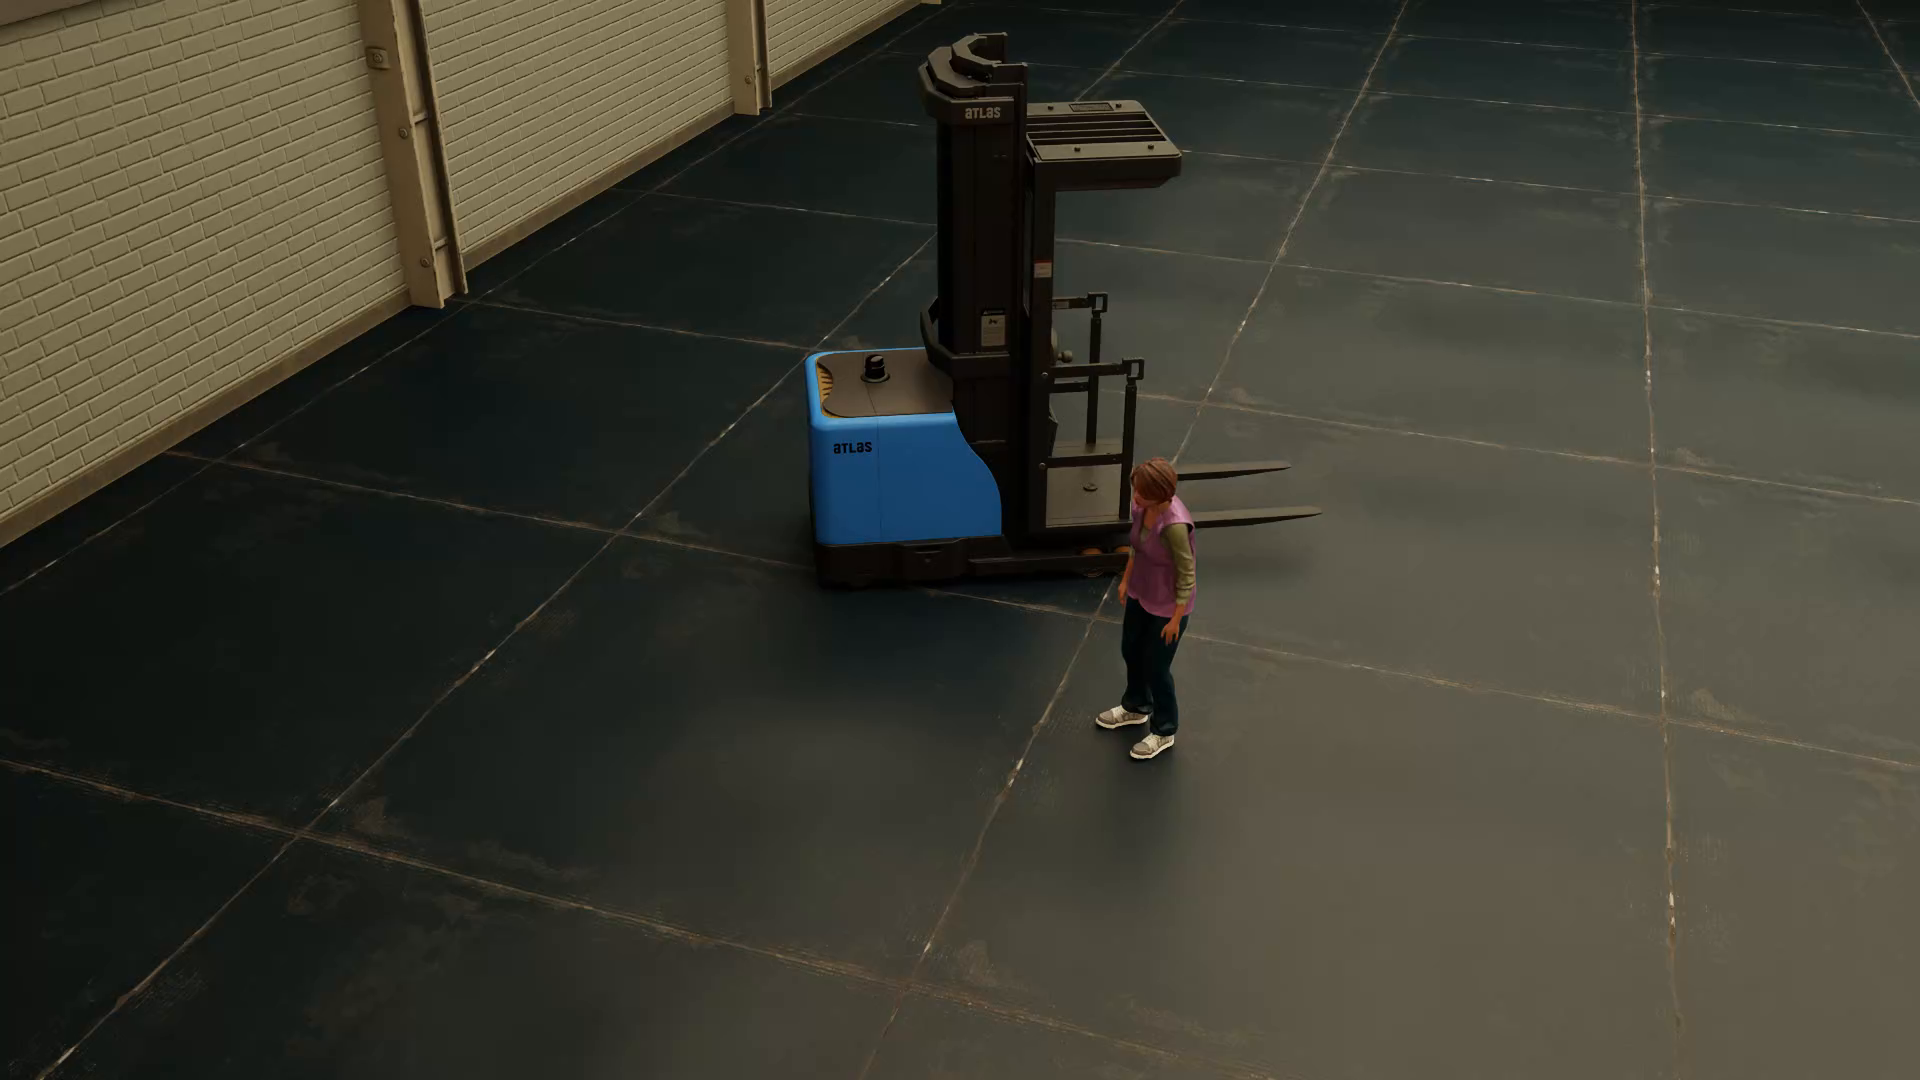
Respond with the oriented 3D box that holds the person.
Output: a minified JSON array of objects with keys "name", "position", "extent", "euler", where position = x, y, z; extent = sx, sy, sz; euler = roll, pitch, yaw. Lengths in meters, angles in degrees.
[{"name":"person","position":[0.929,0.306,7.952],"extent":[0.347,1.593,0.478],"euler":[-14,33,-23]}]

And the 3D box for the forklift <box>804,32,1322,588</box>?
[{"name":"forklift","position":[0.622,-1.312,9.439],"extent":[3.031,2.935,1.130],"euler":[-4,30,-6]}]
